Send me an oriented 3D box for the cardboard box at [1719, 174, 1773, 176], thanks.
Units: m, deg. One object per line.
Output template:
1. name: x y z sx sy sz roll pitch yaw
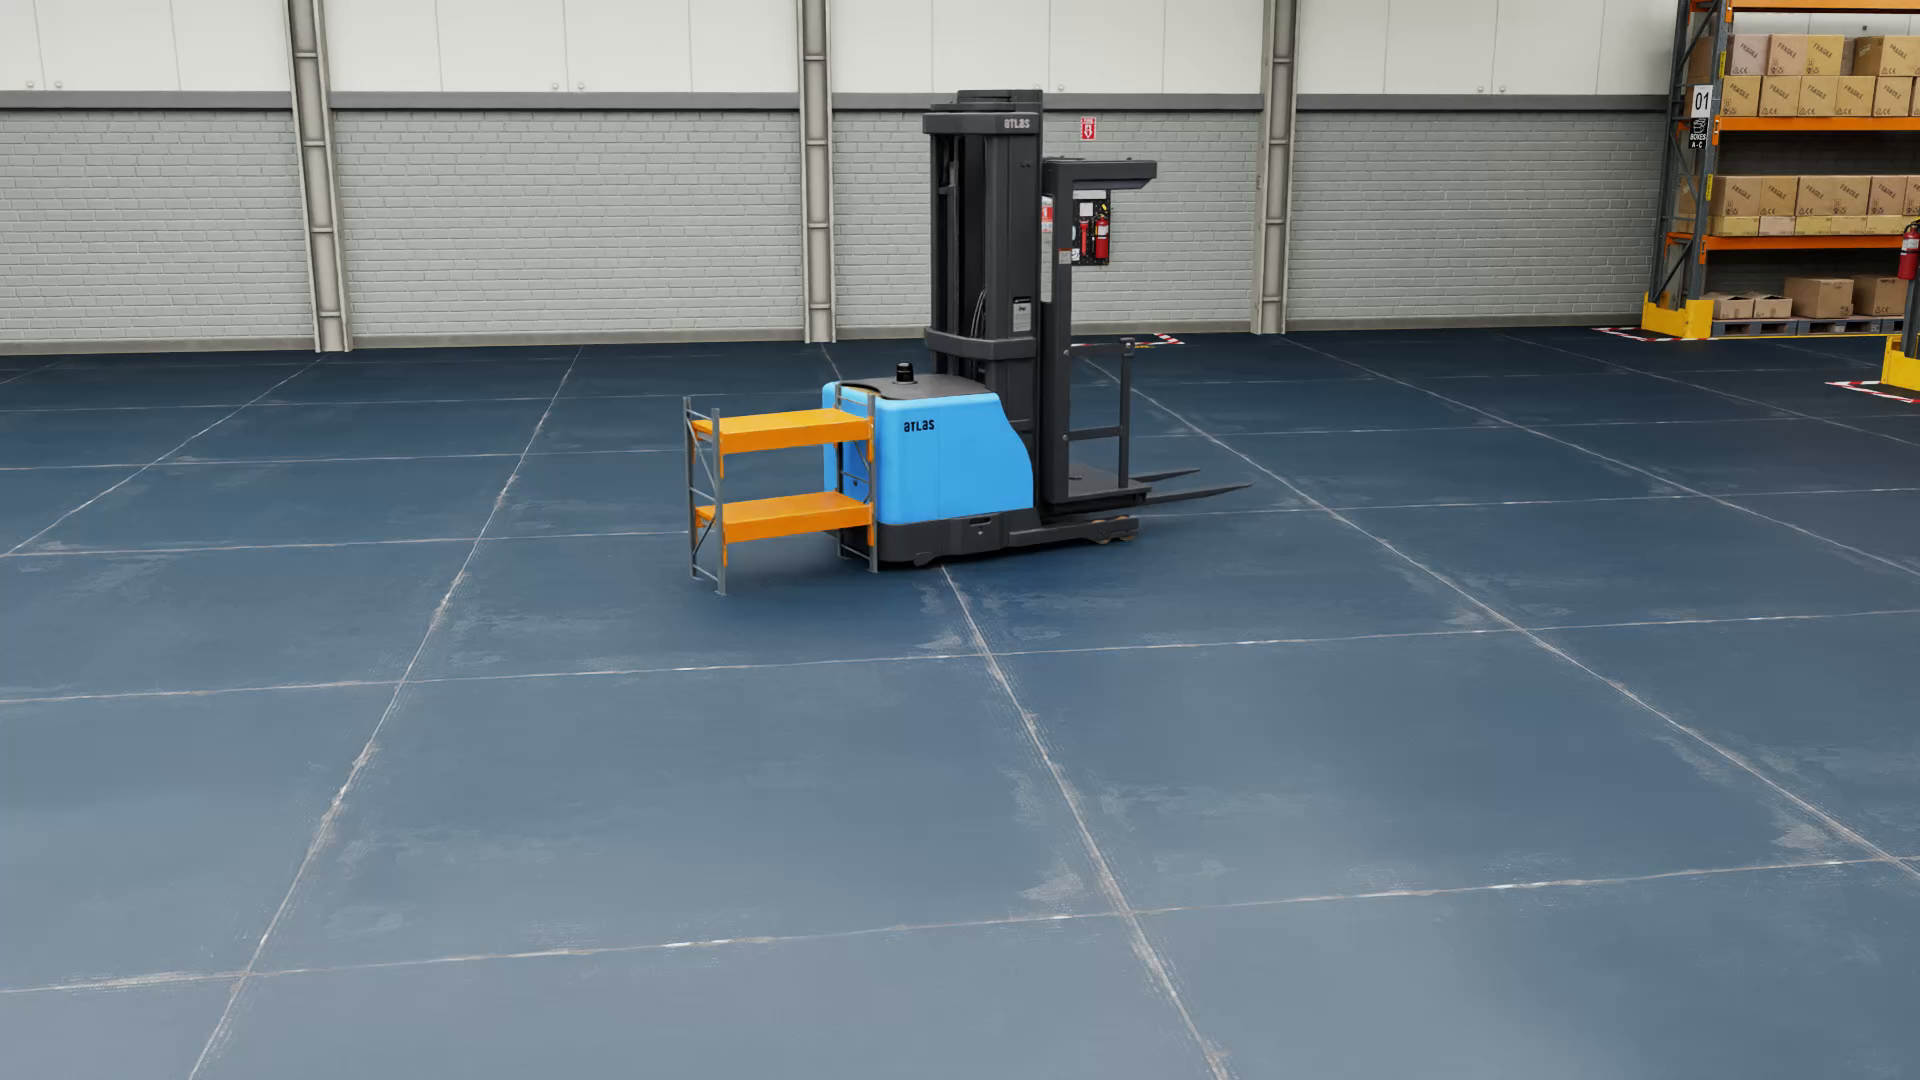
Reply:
1. cardboard box: 10.430 -4.606 22.149 0.500 0.500 0.500 -2 14 -8

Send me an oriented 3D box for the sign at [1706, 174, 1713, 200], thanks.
1. sign: 9.578 -4.511 21.264 0.005 0.325 0.100 -2 14 -8

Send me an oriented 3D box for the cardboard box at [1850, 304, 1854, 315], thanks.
1. cardboard box: 11.868 -3.144 22.549 0.250 0.149 0.380 -3 14 -13

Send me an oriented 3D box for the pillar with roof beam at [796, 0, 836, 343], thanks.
1. pillar with roof beam: -1.165 -5.895 16.227 0.400 9.000 9.100 -2 14 -8

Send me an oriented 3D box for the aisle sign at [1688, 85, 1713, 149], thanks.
1. aisle sign: 9.470 -5.408 21.275 0.004 0.787 0.394 -2 14 -8

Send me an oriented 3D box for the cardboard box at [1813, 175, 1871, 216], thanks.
1. cardboard box: 11.524 -4.522 21.811 0.500 0.500 0.500 -2 14 -7

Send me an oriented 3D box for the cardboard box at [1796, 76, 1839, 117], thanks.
1. cardboard box: 10.914 -5.718 21.441 0.500 0.500 0.500 -1 14 -6

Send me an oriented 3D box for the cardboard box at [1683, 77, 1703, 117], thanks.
1. cardboard box: 9.872 -5.811 21.813 0.500 0.500 0.500 -1 14 -4

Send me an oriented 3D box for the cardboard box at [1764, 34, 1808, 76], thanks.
1. cardboard box: 10.417 -6.181 21.235 0.500 0.500 0.500 -2 14 -9

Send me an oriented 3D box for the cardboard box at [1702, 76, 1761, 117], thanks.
1. cardboard box: 9.865 -5.687 21.318 0.500 0.500 0.500 -2 14 -7

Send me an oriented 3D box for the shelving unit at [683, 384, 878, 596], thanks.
1. shelving unit: -1.094 -0.327 10.214 1.048 1.125 0.538 -8 16 -29

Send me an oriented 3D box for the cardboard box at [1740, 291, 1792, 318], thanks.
1. cardboard box: 10.758 -3.155 22.259 0.500 0.311 0.500 -1 14 -4

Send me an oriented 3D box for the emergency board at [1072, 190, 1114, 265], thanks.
1. emergency board: 1.678 -4.157 21.633 0.643 1.169 0.194 -2 14 -8

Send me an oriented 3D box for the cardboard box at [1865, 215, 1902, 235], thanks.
1. cardboard box: 12.040 -4.176 21.972 0.500 0.250 0.500 -2 14 -9

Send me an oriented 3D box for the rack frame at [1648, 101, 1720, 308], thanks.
1. rack frame: 9.497 -4.222 21.889 0.127 3.000 1.000 -2 14 -8

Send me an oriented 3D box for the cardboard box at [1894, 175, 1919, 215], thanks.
1. cardboard box: 12.538 -4.556 21.949 0.500 0.500 0.500 -2 14 -9

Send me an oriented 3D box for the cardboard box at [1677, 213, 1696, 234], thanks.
1. cardboard box: 9.930 -4.222 22.159 0.500 0.250 0.500 -2 14 -7

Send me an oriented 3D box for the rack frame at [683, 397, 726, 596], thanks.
1. rack frame: -1.533 -0.265 9.965 0.032 1.125 0.500 -8 16 -29

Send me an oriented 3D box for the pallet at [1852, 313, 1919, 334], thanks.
1. pallet: 12.793 -2.981 22.676 1.213 0.211 1.003 -2 14 -8

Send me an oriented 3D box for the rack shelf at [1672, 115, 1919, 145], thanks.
1. rack shelf: 11.474 -5.400 21.901 4.000 0.370 1.077 -2 14 -8

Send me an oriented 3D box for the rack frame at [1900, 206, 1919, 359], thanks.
1. rack frame: 10.238 -3.030 17.139 0.127 3.000 1.000 -2 14 -8

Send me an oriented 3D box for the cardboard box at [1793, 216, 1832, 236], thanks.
1. cardboard box: 11.042 -4.139 21.828 0.500 0.250 0.500 -2 14 -9

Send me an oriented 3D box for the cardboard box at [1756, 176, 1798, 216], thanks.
1. cardboard box: 10.504 -4.483 21.656 0.500 0.500 0.500 -2 14 -8

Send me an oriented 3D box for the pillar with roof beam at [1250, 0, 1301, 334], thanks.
1. pillar with roof beam: 4.768 -6.112 17.094 0.400 9.000 9.100 -2 14 -8

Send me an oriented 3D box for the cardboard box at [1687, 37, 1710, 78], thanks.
1. cardboard box: 9.884 -6.298 21.701 0.500 0.500 0.500 -1 14 -6

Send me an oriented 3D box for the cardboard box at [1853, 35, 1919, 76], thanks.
1. cardboard box: 11.942 -6.238 21.459 0.500 0.500 0.500 -3 14 -10

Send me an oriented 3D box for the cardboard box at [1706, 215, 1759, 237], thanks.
1. cardboard box: 10.027 -4.100 21.671 0.500 0.250 0.500 -3 14 -10

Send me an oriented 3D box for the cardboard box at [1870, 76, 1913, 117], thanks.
1. cardboard box: 11.945 -5.758 21.600 0.500 0.500 0.500 -3 14 -11

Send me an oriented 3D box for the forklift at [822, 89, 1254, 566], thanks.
1. forklift: 0.620 -1.495 11.157 3.031 2.935 1.130 -8 16 -28

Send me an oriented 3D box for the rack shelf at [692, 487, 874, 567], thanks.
1. rack shelf: -1.094 -0.090 10.274 1.000 0.278 0.538 -8 16 -29

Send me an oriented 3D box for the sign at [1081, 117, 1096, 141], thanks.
1. sign: 1.655 -5.305 21.445 0.199 0.298 0.001 -2 14 -8

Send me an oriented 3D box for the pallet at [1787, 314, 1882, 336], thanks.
1. pallet: 11.584 -2.936 22.496 1.213 0.211 1.003 -2 14 -8

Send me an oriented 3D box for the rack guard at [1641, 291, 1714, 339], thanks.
1. rack guard: 9.572 -3.012 22.204 0.348 0.500 1.175 -2 14 -8

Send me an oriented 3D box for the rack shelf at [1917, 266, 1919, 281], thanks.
1. rack shelf: 12.216 -2.754 17.515 4.000 0.370 1.077 -2 14 -8

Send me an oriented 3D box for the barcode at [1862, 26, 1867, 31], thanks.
1. barcode: 12.014 -6.796 22.083 0.075 0.075 0.001 -2 14 -8
